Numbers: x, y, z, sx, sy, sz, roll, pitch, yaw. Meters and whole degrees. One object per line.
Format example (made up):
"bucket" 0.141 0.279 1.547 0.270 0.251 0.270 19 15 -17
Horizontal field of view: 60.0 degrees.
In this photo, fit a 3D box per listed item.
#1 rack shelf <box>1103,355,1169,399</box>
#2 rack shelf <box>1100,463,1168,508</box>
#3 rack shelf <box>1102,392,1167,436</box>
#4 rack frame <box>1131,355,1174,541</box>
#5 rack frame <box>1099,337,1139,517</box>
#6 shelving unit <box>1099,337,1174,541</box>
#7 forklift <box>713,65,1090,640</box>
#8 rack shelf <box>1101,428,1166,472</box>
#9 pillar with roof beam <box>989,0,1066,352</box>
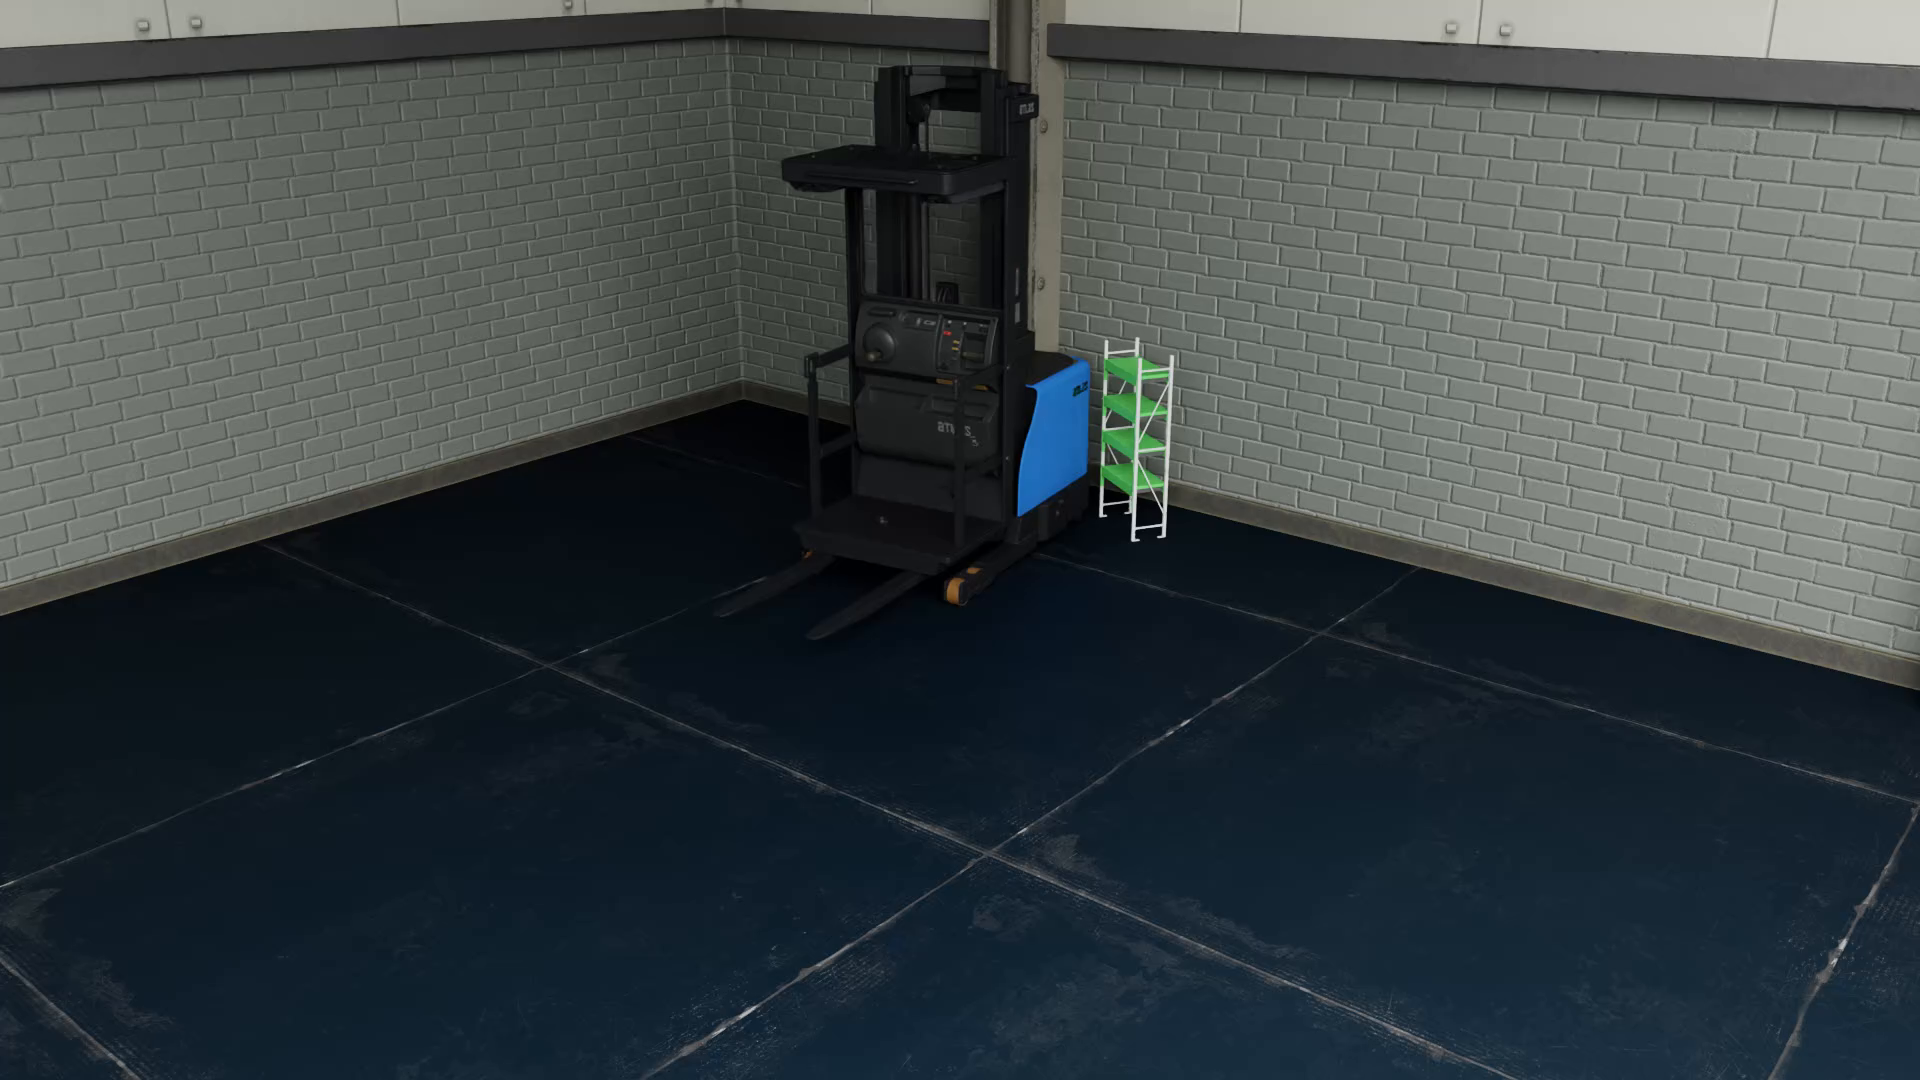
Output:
"rack shelf" 1.125 -1.039 10.543 0.258 0.148 0.480 -7 22 -19
"rack shelf" 1.125 -0.365 10.797 0.258 0.148 0.480 -7 22 -19
"rack shelf" 1.125 -0.814 10.627 0.258 0.148 0.480 -7 22 -19
"rack frame" 1.210 -0.569 10.475 0.240 1.200 0.015 -7 22 -19
"rack frame" 1.041 -0.730 10.904 0.240 1.200 0.015 -7 22 -19
"shelving unit" 1.125 -0.649 10.690 0.258 1.200 0.503 -7 22 -19
"forklift" -0.304 -1.170 9.618 1.130 2.935 3.031 11 23 27
"rack shelf" 1.125 -0.590 10.712 0.258 0.148 0.480 -7 22 -19
"pillar with roof beam" -2.284 -3.504 7.206 0.400 9.000 9.100 16 26 36
